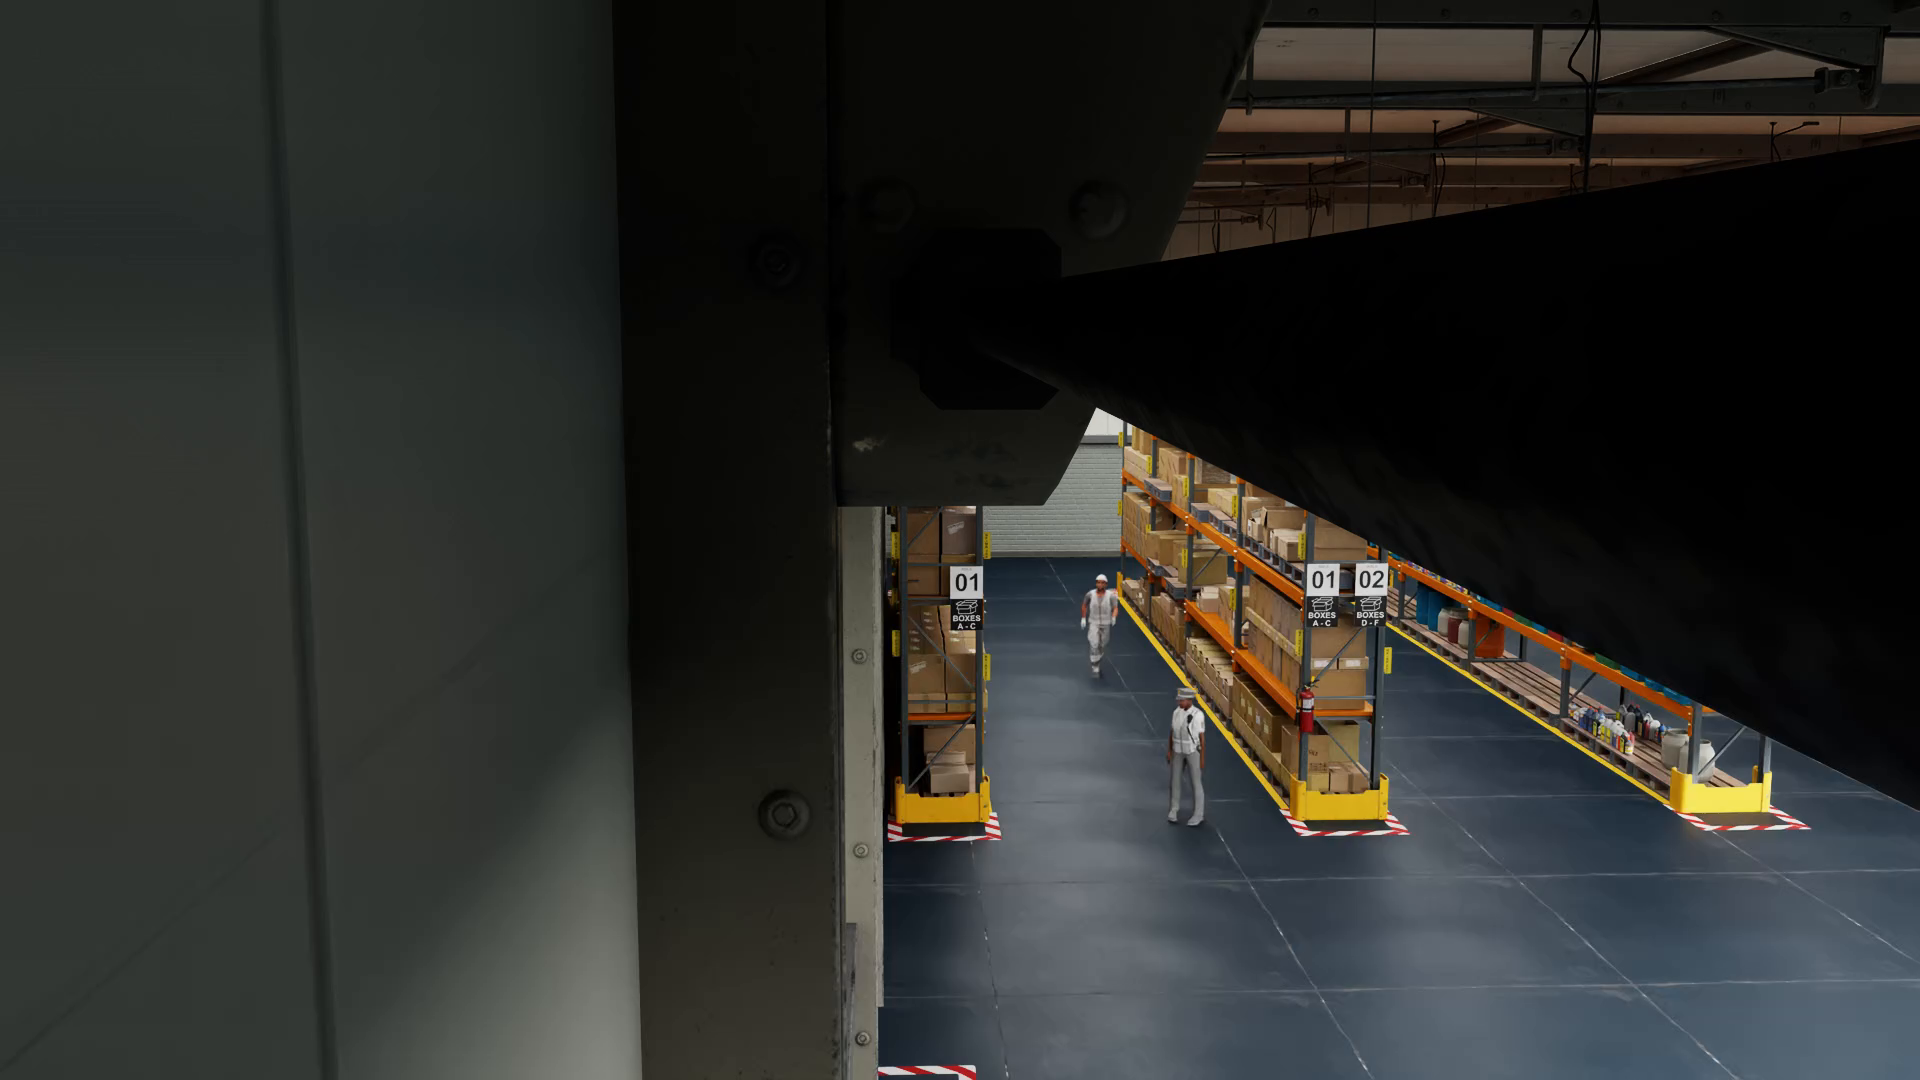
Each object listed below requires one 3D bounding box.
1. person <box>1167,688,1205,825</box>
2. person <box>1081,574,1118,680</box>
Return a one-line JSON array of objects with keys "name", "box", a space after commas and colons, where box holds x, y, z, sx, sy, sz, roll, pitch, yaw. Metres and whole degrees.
[{"name": "person", "box": [2.769, 2.637, 20.463, 0.501, 1.676, 0.390, 6, 10, 36]}, {"name": "person", "box": [2.408, 1.486, 28.640, 0.610, 1.813, 0.877, 0, 8, -2]}]
